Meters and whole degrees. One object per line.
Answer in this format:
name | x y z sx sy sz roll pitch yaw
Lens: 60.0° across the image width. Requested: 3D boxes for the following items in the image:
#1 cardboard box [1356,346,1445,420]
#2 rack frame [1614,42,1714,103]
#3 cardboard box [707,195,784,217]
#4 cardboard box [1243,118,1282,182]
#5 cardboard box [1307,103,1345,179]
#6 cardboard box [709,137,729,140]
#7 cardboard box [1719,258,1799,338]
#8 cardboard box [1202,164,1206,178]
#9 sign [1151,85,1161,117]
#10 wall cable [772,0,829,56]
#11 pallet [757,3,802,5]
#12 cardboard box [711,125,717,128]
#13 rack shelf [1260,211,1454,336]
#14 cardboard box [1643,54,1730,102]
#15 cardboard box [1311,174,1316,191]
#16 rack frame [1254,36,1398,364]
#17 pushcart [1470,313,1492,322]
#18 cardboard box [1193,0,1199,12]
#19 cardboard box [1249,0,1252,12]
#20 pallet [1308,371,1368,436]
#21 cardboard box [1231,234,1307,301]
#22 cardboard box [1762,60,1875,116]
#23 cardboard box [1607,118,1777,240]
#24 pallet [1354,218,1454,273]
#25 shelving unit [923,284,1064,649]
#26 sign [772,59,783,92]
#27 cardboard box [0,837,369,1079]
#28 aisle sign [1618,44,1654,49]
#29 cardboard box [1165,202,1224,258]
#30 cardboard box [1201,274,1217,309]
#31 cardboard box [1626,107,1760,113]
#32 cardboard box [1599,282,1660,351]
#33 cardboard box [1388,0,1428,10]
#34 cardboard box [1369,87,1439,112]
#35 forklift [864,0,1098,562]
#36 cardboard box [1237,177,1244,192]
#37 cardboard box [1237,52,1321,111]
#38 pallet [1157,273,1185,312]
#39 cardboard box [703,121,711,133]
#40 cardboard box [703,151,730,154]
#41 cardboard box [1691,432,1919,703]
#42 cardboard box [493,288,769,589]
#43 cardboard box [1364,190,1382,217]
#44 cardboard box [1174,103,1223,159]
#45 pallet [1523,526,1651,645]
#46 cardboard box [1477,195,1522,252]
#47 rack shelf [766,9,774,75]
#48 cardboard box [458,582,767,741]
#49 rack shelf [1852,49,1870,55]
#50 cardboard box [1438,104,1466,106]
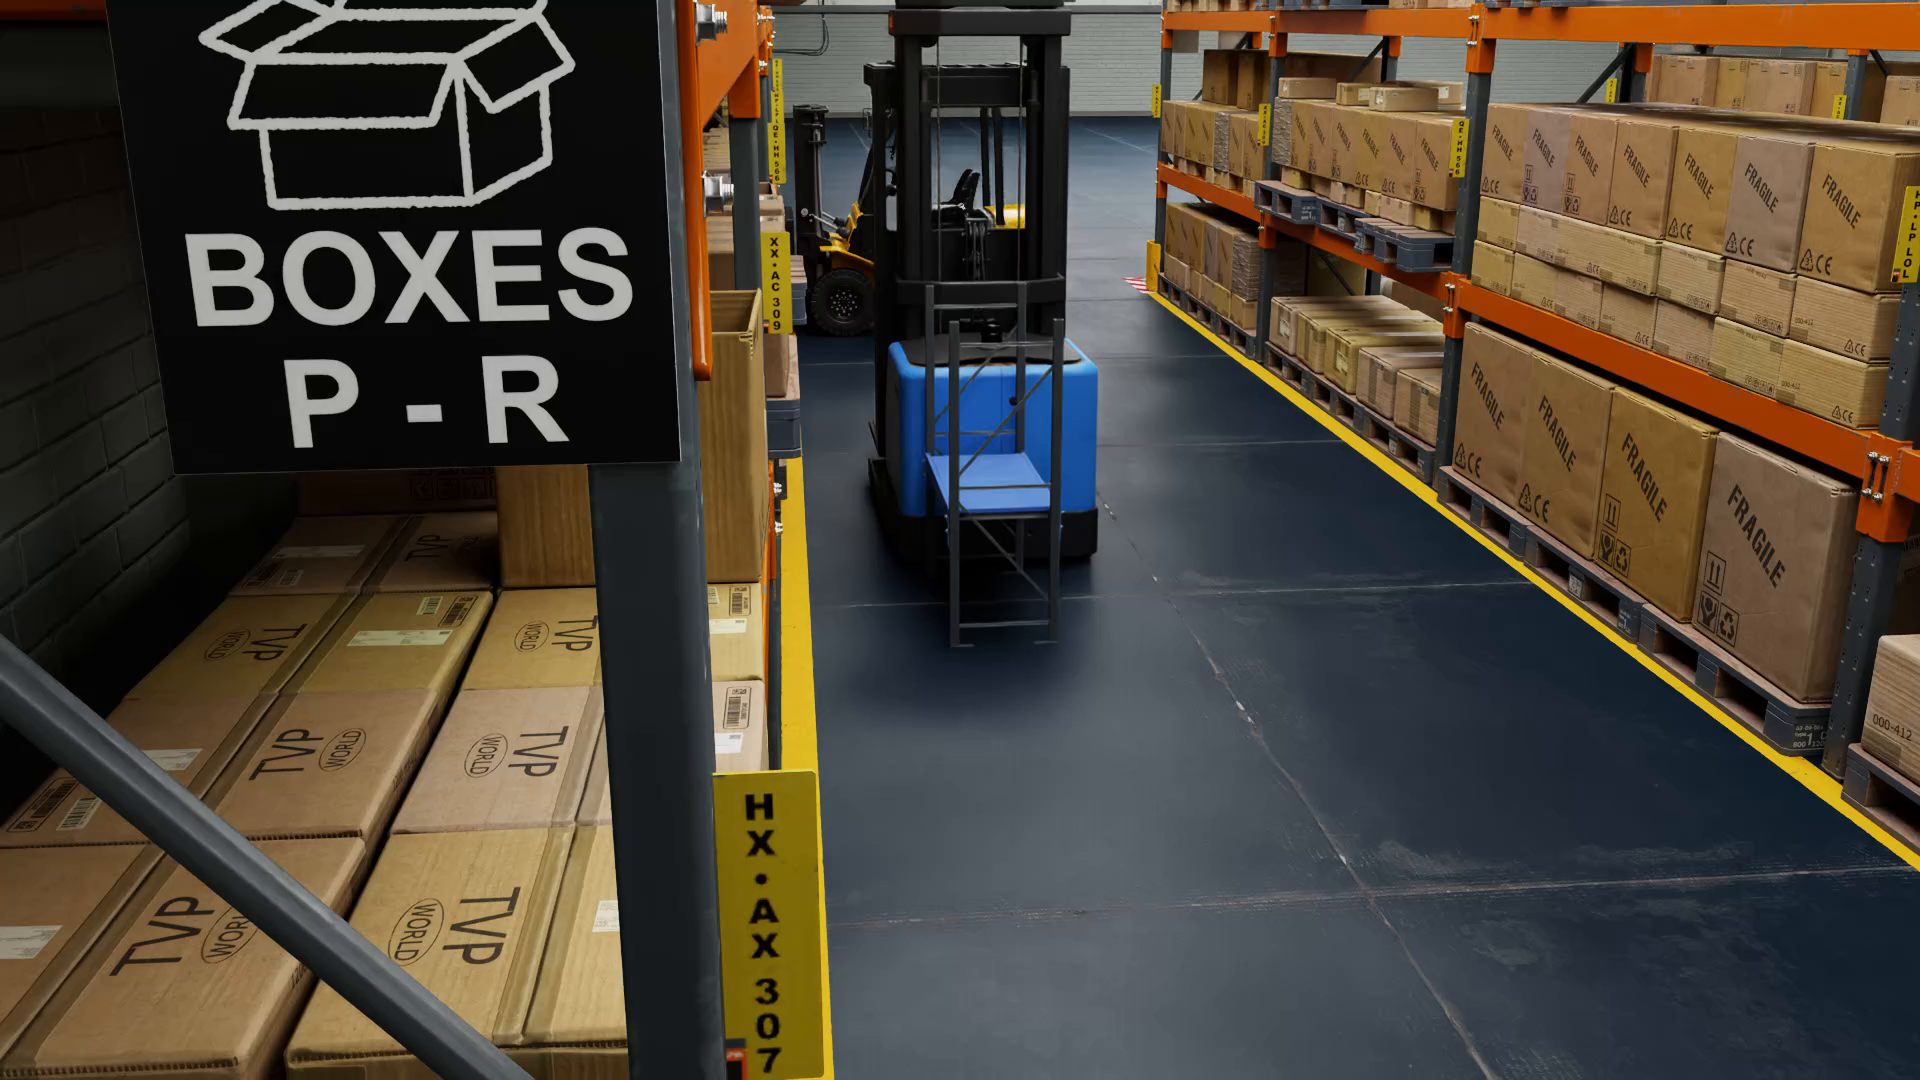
cardboard box | 3.258 -1.077 11.286 0.950 0.372 0.625 -2 18 -7
rack frame | 7.479 -4.309 17.894 1.000 3.000 0.127 -2 18 -6
cardboard box | -1.095 -1.183 7.070 0.700 0.500 0.500 -2 18 -6
cardboard box | 2.685 -3.248 13.852 0.500 0.500 0.500 -2 18 -7
cardboard box | 2.831 -2.878 11.973 0.500 0.500 0.500 -2 18 -6
cardboard box | -1.561 -2.737 11.636 0.380 0.149 0.250 -2 18 -7
cardboard box | 3.457 -0.990 6.738 0.500 0.250 0.500 -1 17 -4
cardboard box | 2.509 -3.512 15.775 0.380 0.149 0.250 -1 17 -4
sign | 2.026 -4.522 17.127 0.100 0.325 0.005 -2 18 -6
wall cable | -5.279 -14.973 47.031 3.097 2.526 0.112 -2 18 -6
pallet | -1.241 -2.243 6.619 1.213 0.211 1.003 -2 18 -6
cardboard box | -2.464 -3.558 15.337 0.500 0.500 0.500 -2 18 -6
rack shelf | 3.184 -1.995 11.724 1.077 0.370 4.000 -2 18 -6
cardboard box | 7.479 -4.784 17.353 0.875 0.550 0.550 -2 18 -6
cardboard box | 2.843 -2.683 12.434 0.380 0.149 0.250 -1 17 -2
rack frame | 2.978 -2.934 13.515 1.000 3.000 0.127 -2 18 -6
pushcart | 5.241 -1.768 14.179 1.648 0.377 0.936 -8 19 -25
cardboard box | 2.436 -5.100 15.824 0.380 0.149 0.250 -2 18 -6
cardboard box | 2.674 -4.560 14.106 0.380 0.149 0.250 -2 18 -8
pallet | 3.189 -1.007 12.033 1.003 0.211 1.213 -2 18 -6
cardboard box | 2.650 -2.348 14.286 0.500 0.500 0.500 -2 18 -6
cardboard box | 7.715 -3.975 14.777 0.875 0.550 0.550 -2 18 -6
cardboard box | 3.346 -1.660 7.620 0.500 0.500 0.500 -1 17 -5
pallet | 3.211 -1.860 10.413 1.213 0.211 1.003 -2 18 -6
shelving unit | 0.140 -0.383 7.894 0.538 1.500 1.048 -2 18 -7
sign | -1.830 -4.649 16.650 0.100 0.325 0.005 -2 18 -6
cardboard box | -1.032 0.597 2.023 0.500 0.250 0.500 -1 17 -4
aisle sign | 7.173 -5.561 17.542 0.394 0.787 0.004 -2 18 -6
cardboard box | 2.377 -3.116 16.732 0.500 0.500 0.500 -2 18 -7
cardboard box | 2.537 -2.300 15.386 0.500 0.250 0.500 -2 17 -5
cardboard box | 3.765 -1.968 8.603 0.500 0.500 0.500 -1 17 -5
cardboard box | 3.364 -1.061 7.800 0.500 0.250 0.500 -2 18 -6
cardboard box | 3.205 -3.676 10.699 0.797 0.503 0.637 -2 18 -6
cardboard box | 2.941 -2.920 11.024 0.380 0.149 0.250 -3 18 -8
forklift | 0.029 -1.682 9.641 1.130 2.935 3.031 -2 18 -7
cardboard box | 2.648 -3.129 14.556 0.380 0.149 0.250 -2 18 -6
cardboard box | 2.948 -4.194 15.196 0.700 0.500 0.500 -2 18 -6
pallet | 2.622 -2.530 16.882 1.003 0.211 1.213 -2 18 -6
cardboard box | -2.325 -3.530 14.164 0.380 0.149 0.250 -1 17 -4
cardboard box | -1.462 -2.356 10.423 0.380 0.149 0.250 -2 17 -5
cardboard box | 3.660 0.081 6.759 0.875 0.875 0.875 -1 17 -4
cardboard box | -0.655 -0.223 3.381 0.500 0.500 0.500 -1 17 -4
cardboard box | 2.892 -2.221 10.963 0.380 0.149 0.250 -1 17 -5
cardboard box | 2.395 -4.011 16.283 0.500 0.500 0.500 -1 17 -4
pallet | 3.520 0.188 8.226 1.003 0.211 1.213 -2 18 -6
cardboard box | 3.197 -1.751 9.161 0.500 0.250 0.500 -2 18 -6
rack shelf | -1.752 -3.272 10.783 1.077 0.370 4.000 -2 18 -6
cardboard box | -0.608 0.281 3.029 0.500 0.250 0.500 -2 18 -7
rack shelf | 8.098 -3.609 11.858 1.077 0.370 4.000 -2 18 -6
cardboard box | 3.354 -2.892 12.016 0.500 0.500 0.500 -1 17 -4
